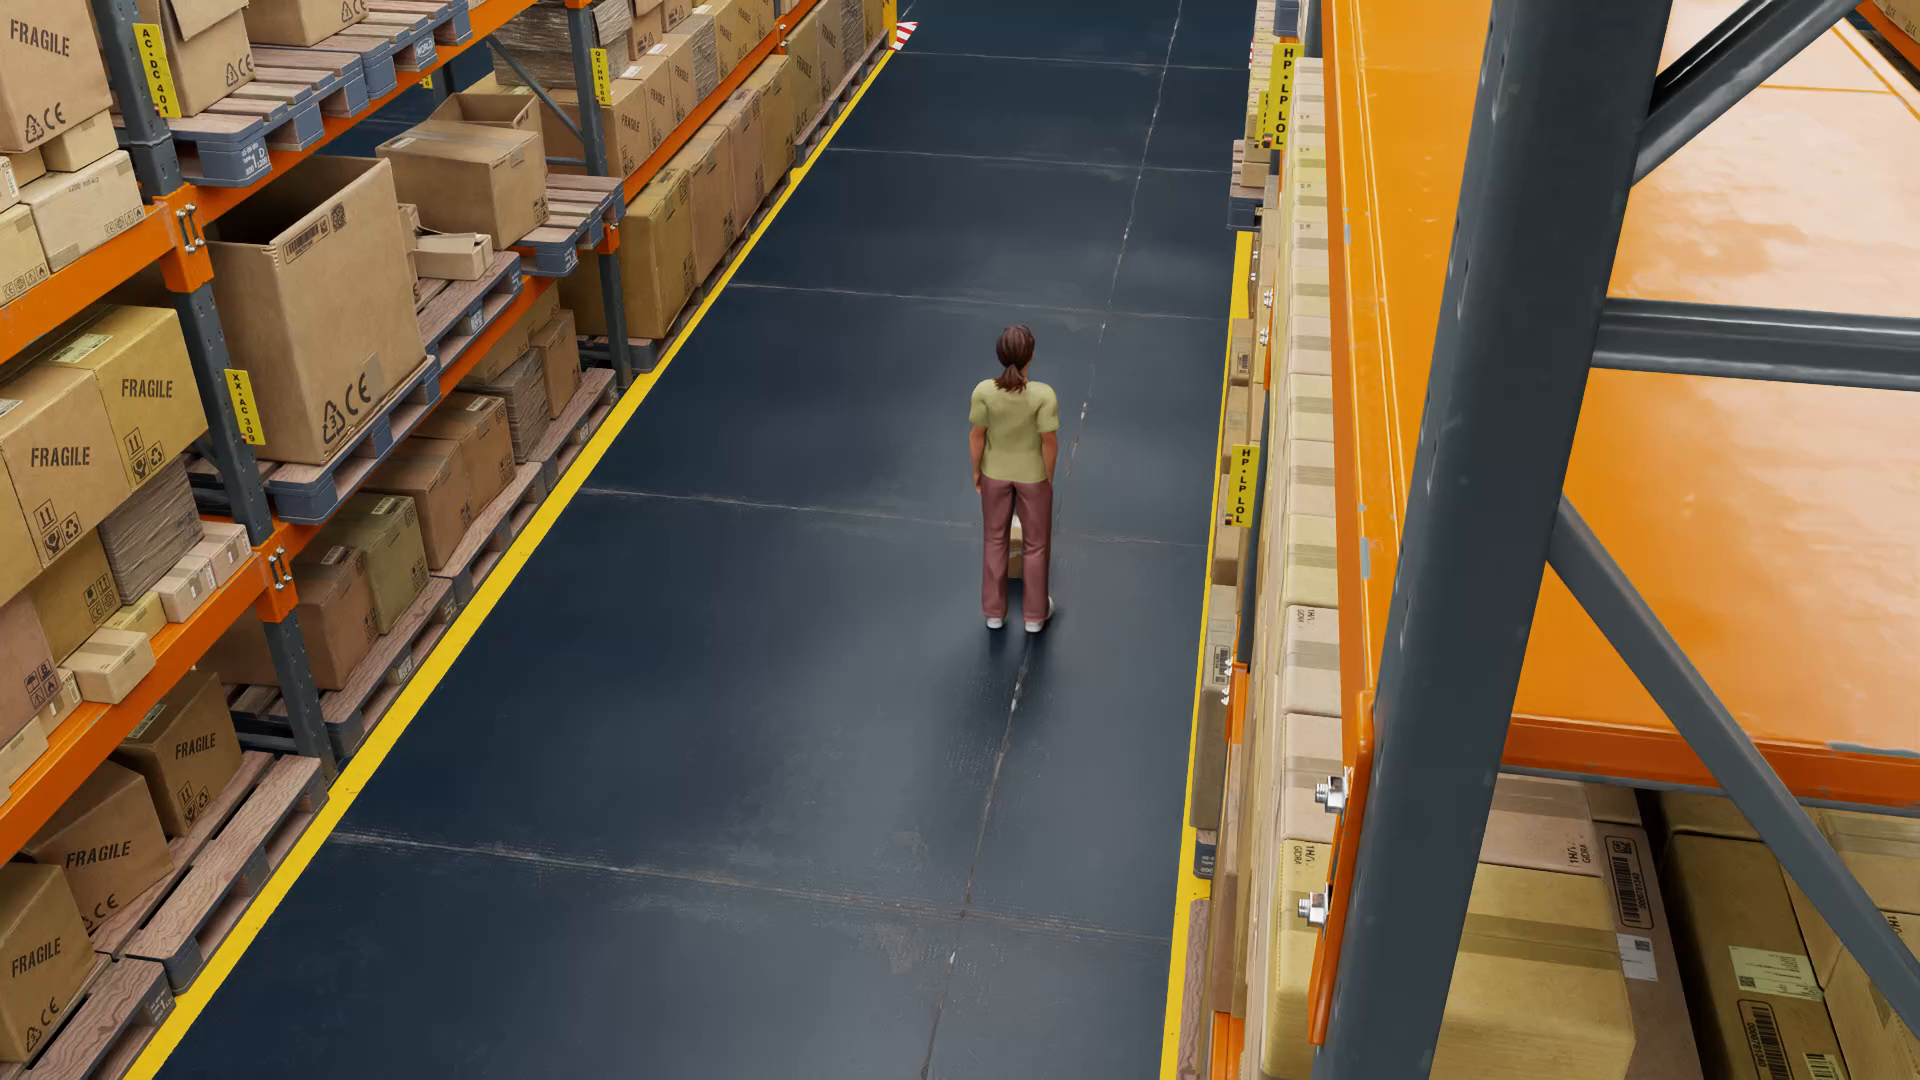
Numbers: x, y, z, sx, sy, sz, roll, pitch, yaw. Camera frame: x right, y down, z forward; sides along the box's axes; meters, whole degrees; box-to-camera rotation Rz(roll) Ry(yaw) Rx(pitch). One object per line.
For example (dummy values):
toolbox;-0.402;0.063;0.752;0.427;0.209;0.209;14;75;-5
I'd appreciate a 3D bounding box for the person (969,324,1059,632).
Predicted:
person;0.265;-0.297;8.220;0.441;1.672;0.360;6;33;9
